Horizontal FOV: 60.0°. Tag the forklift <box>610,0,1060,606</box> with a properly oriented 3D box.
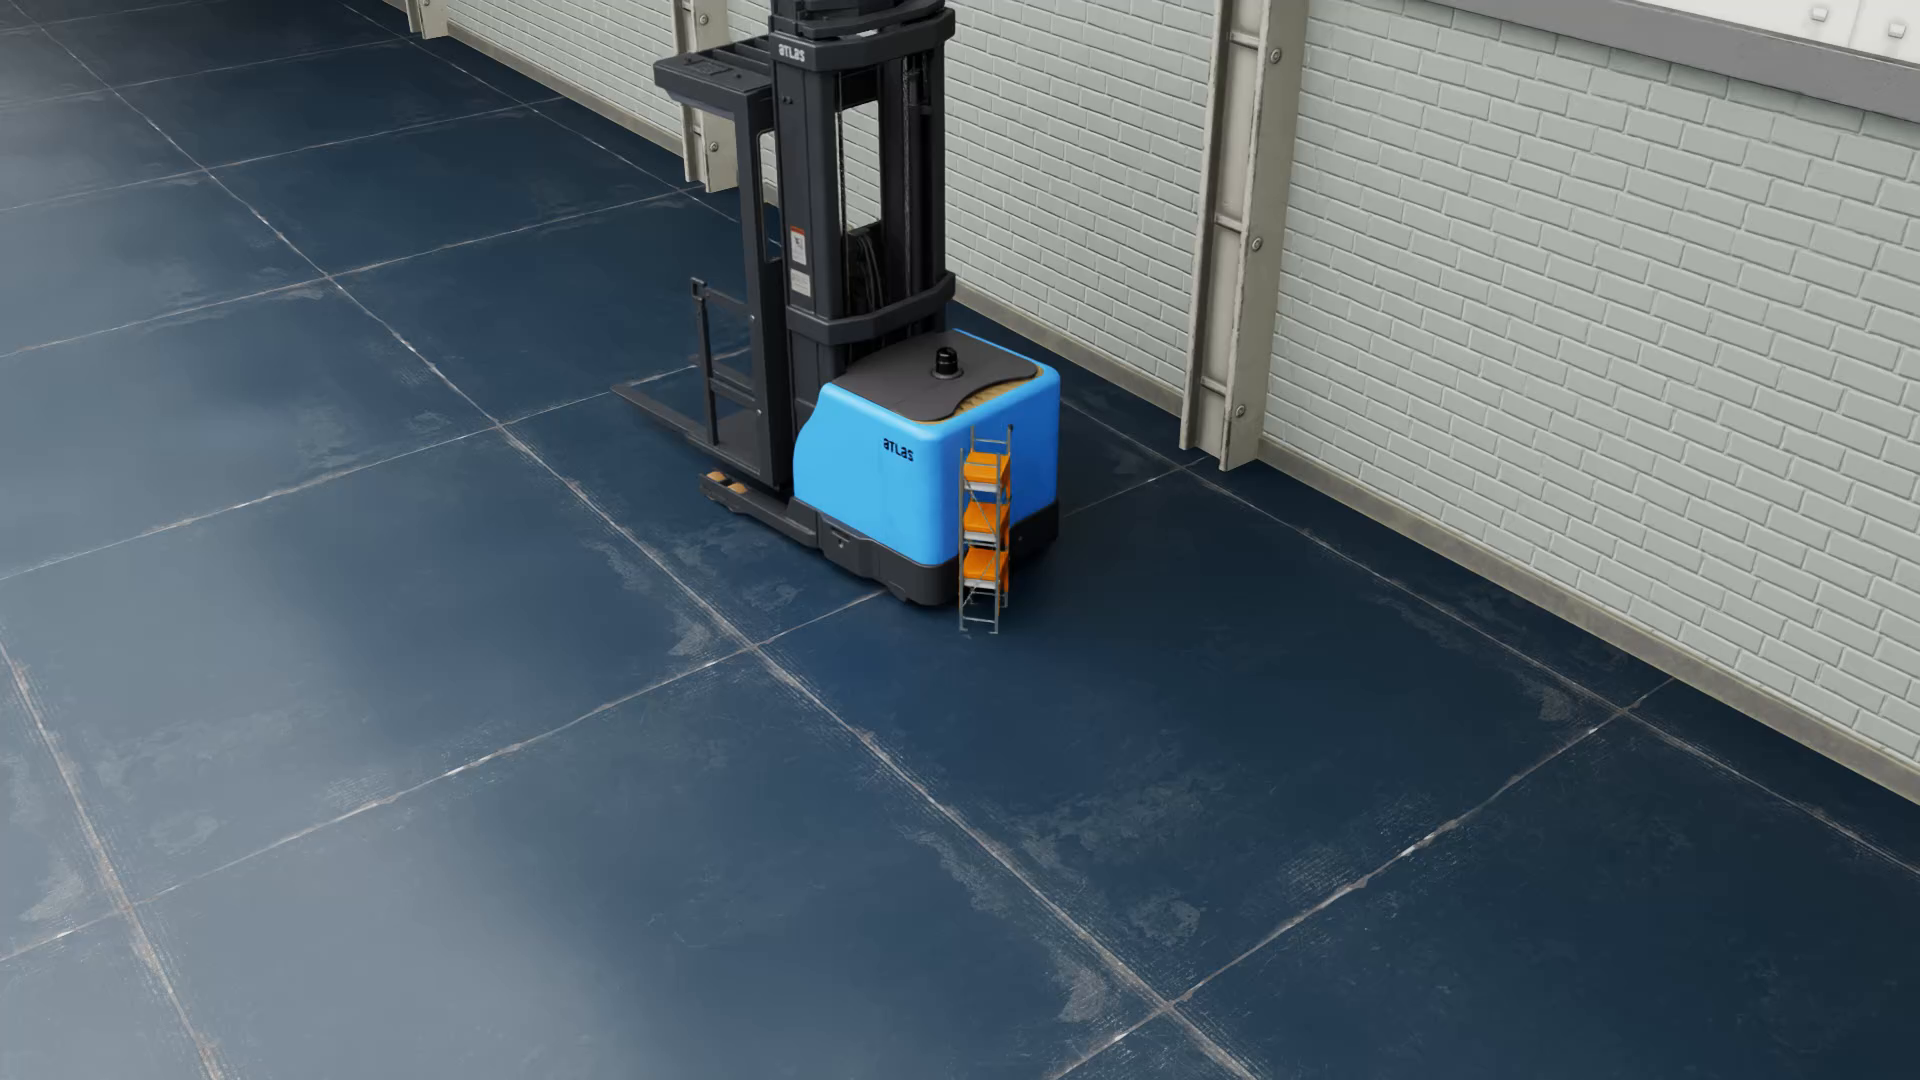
[{"bbox_3d":[-0.868,-1.577,9.011,3.031,2.935,1.130,27,41,36],"label":"forklift"}]

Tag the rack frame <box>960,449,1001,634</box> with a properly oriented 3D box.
[{"bbox_3d":[0.097,0.021,8.221,0.200,1.050,0.008,7,33,11],"label":"rack frame"}]

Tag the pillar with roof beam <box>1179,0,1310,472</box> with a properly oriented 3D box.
[{"bbox_3d":[-1.823,-2.968,5.499,9.100,9.000,0.400,-22,38,-31],"label":"pillar with roof beam"}]

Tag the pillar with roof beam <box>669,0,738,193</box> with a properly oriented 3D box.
[{"bbox_3d":[-5.502,-5.468,9.525,9.100,9.000,0.400,-22,38,-31],"label":"pillar with roof beam"}]

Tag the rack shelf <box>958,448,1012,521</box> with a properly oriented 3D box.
[{"bbox_3d":[0.124,-0.274,8.178,0.215,0.259,0.240,7,33,11],"label":"rack shelf"}]

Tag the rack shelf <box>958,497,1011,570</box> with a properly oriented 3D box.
[{"bbox_3d":[0.124,-0.033,8.327,0.215,0.259,0.240,7,33,11],"label":"rack shelf"}]

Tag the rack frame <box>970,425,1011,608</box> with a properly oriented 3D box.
[{"bbox_3d":[0.151,-0.104,8.423,0.200,1.050,0.008,7,33,11],"label":"rack frame"}]

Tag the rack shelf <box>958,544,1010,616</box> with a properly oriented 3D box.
[{"bbox_3d":[0.124,0.204,8.474,0.215,0.259,0.240,7,33,11],"label":"rack shelf"}]

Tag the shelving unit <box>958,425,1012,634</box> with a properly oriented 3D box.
[{"bbox_3d":[0.124,-0.042,8.322,0.215,1.050,0.252,7,33,11],"label":"shelving unit"}]

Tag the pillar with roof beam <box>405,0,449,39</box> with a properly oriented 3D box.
[{"bbox_3d":[-9.181,-7.969,13.551,9.100,9.000,0.400,-22,38,-31],"label":"pillar with roof beam"}]
